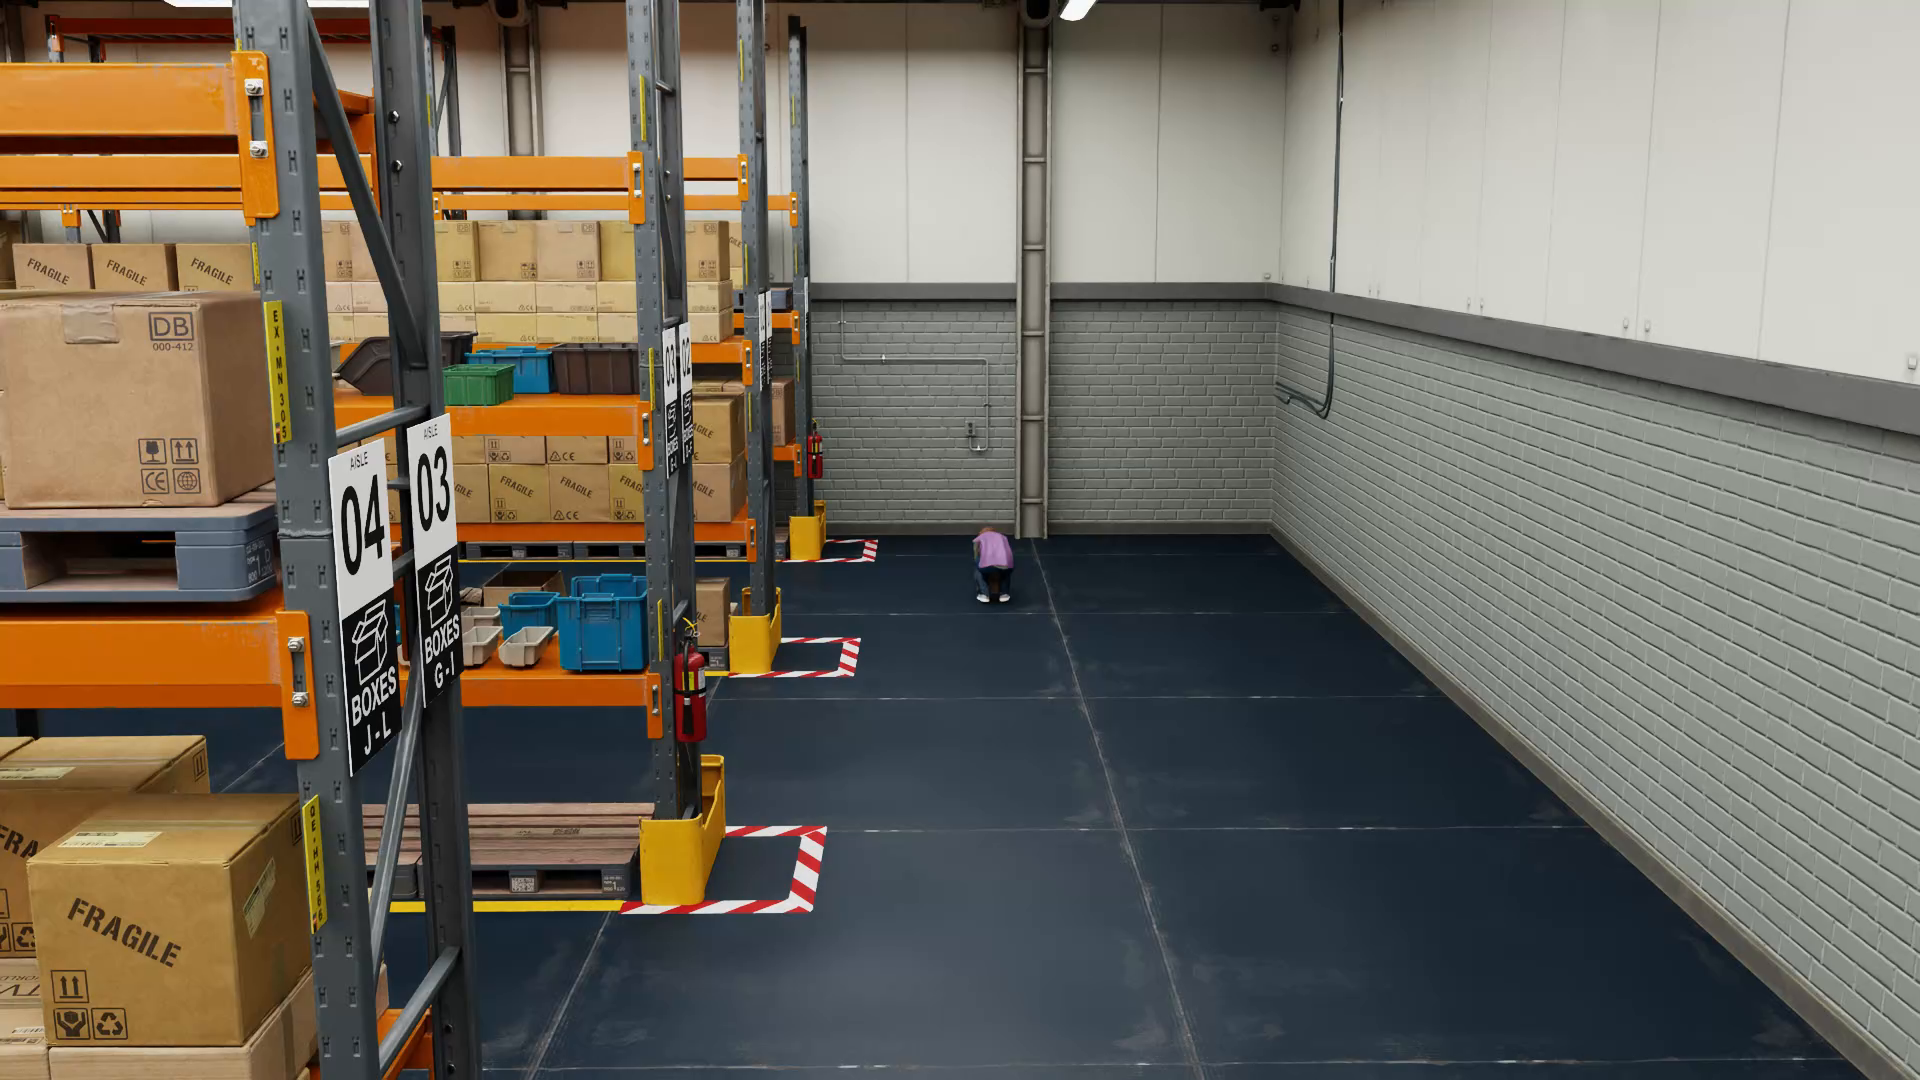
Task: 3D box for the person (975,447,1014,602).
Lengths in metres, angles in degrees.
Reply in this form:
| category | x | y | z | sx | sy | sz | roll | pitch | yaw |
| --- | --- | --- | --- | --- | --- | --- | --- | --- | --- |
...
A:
| category | x | y | z | sx | sy | sz | roll | pitch | yaw |
| --- | --- | --- | --- | --- | --- | --- | --- | --- | --- |
| person | 0.348 | -0.171 | 16.873 | 0.401 | 1.596 | 0.495 | 0 | 11 | 0 |
